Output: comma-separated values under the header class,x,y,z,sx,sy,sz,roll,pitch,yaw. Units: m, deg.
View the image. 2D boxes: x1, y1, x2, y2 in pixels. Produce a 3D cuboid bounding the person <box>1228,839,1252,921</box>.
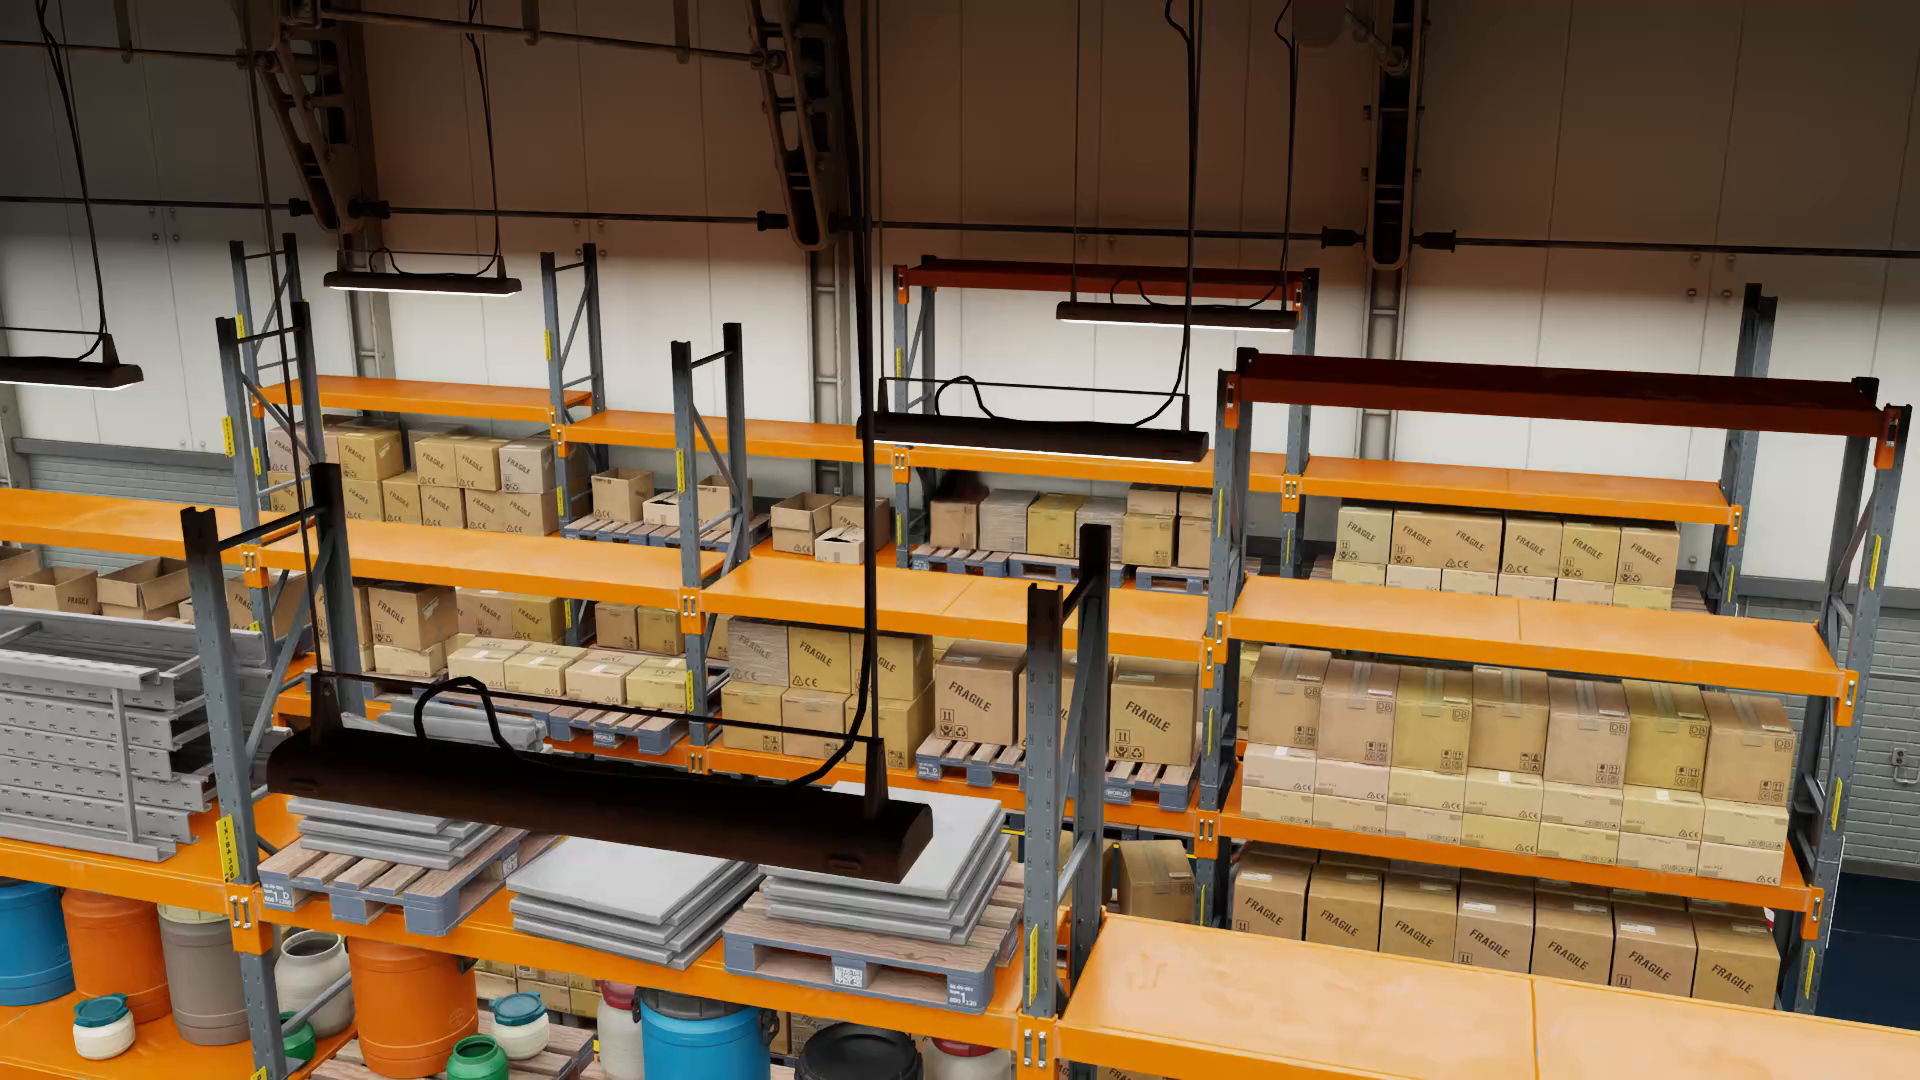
class,x,y,z,sx,sy,sz,roll,pitch,yaw
person,2.851,2.913,15.652,0.952,1.642,0.447,3,16,11
